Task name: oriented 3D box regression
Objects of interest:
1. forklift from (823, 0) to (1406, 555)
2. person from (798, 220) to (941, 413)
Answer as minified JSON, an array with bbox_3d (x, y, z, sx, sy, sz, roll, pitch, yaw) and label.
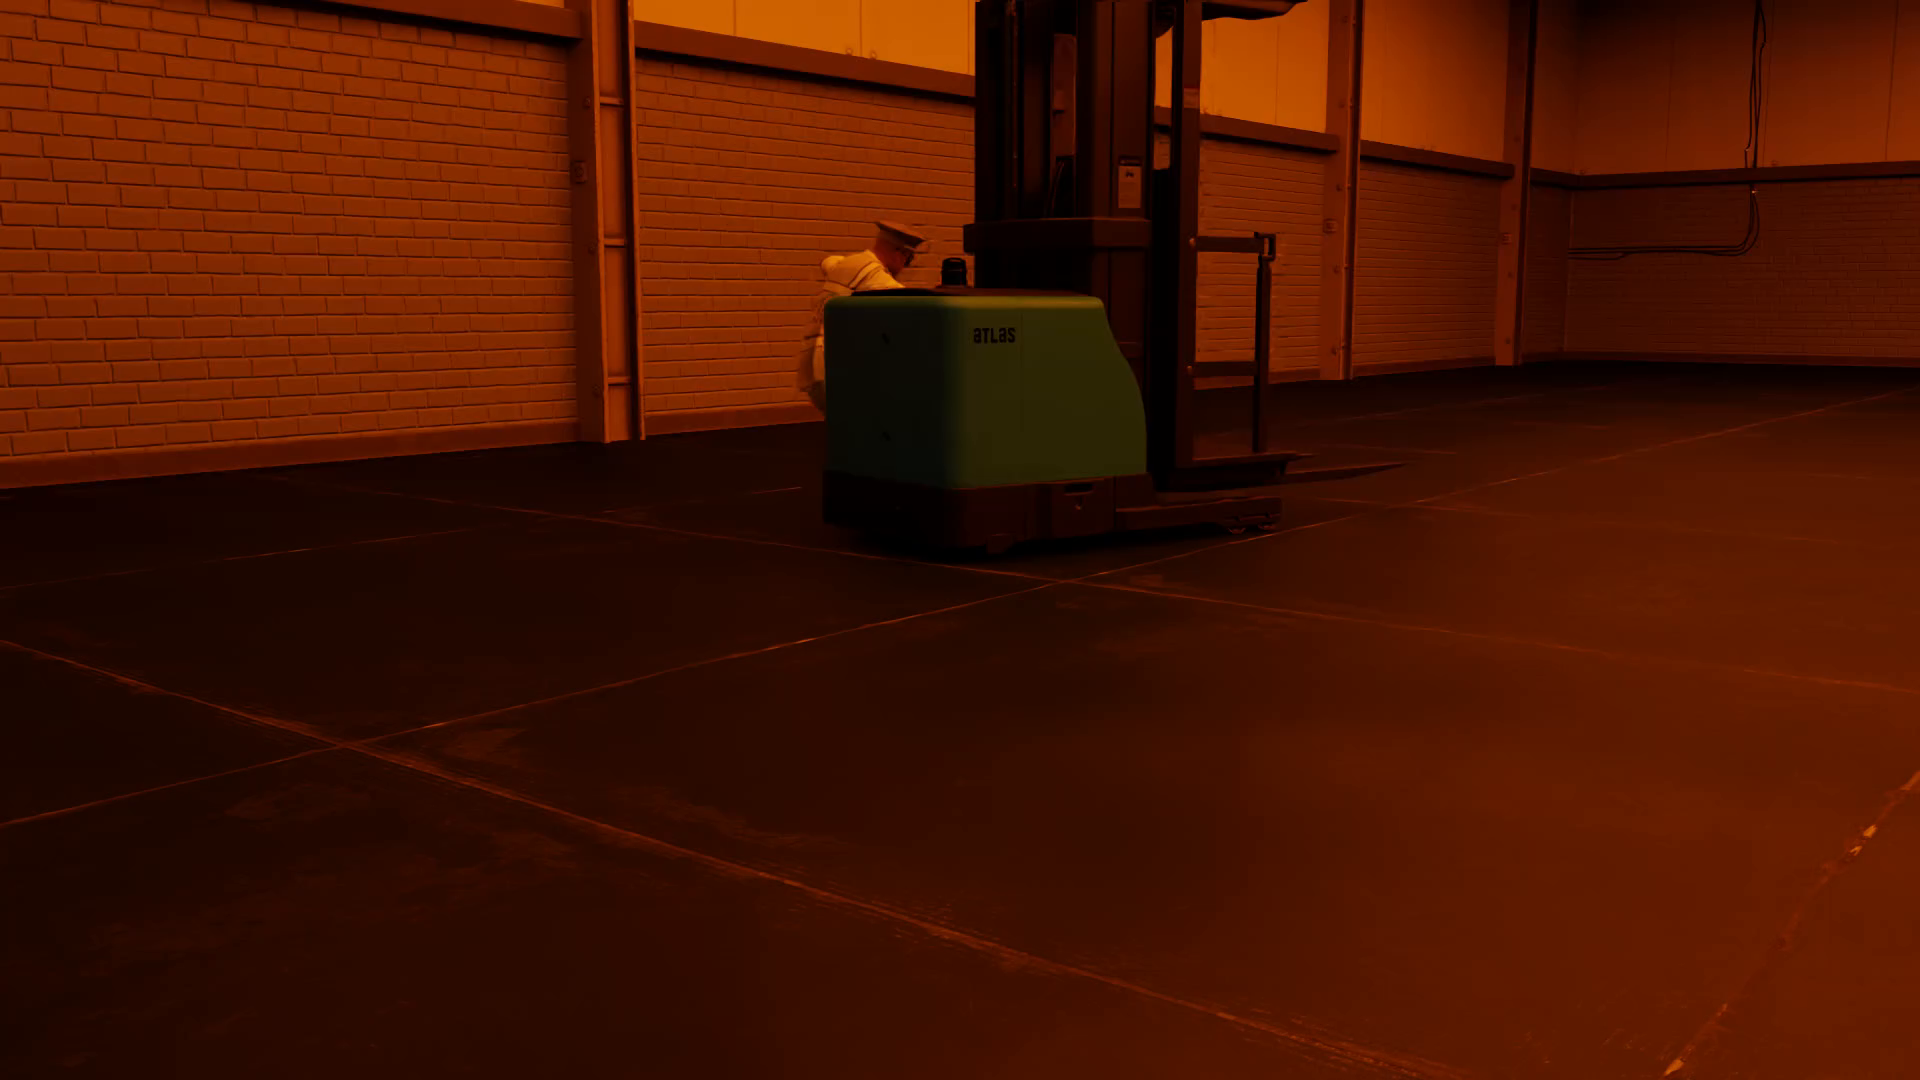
[{"bbox_3d":[0.877,-1.532,7.752,3.031,2.935,1.130,-6,10,-36],"label":"forklift"},{"bbox_3d":[-0.413,-0.896,8.295,0.817,1.373,1.589,-3,9,-22],"label":"person"}]
